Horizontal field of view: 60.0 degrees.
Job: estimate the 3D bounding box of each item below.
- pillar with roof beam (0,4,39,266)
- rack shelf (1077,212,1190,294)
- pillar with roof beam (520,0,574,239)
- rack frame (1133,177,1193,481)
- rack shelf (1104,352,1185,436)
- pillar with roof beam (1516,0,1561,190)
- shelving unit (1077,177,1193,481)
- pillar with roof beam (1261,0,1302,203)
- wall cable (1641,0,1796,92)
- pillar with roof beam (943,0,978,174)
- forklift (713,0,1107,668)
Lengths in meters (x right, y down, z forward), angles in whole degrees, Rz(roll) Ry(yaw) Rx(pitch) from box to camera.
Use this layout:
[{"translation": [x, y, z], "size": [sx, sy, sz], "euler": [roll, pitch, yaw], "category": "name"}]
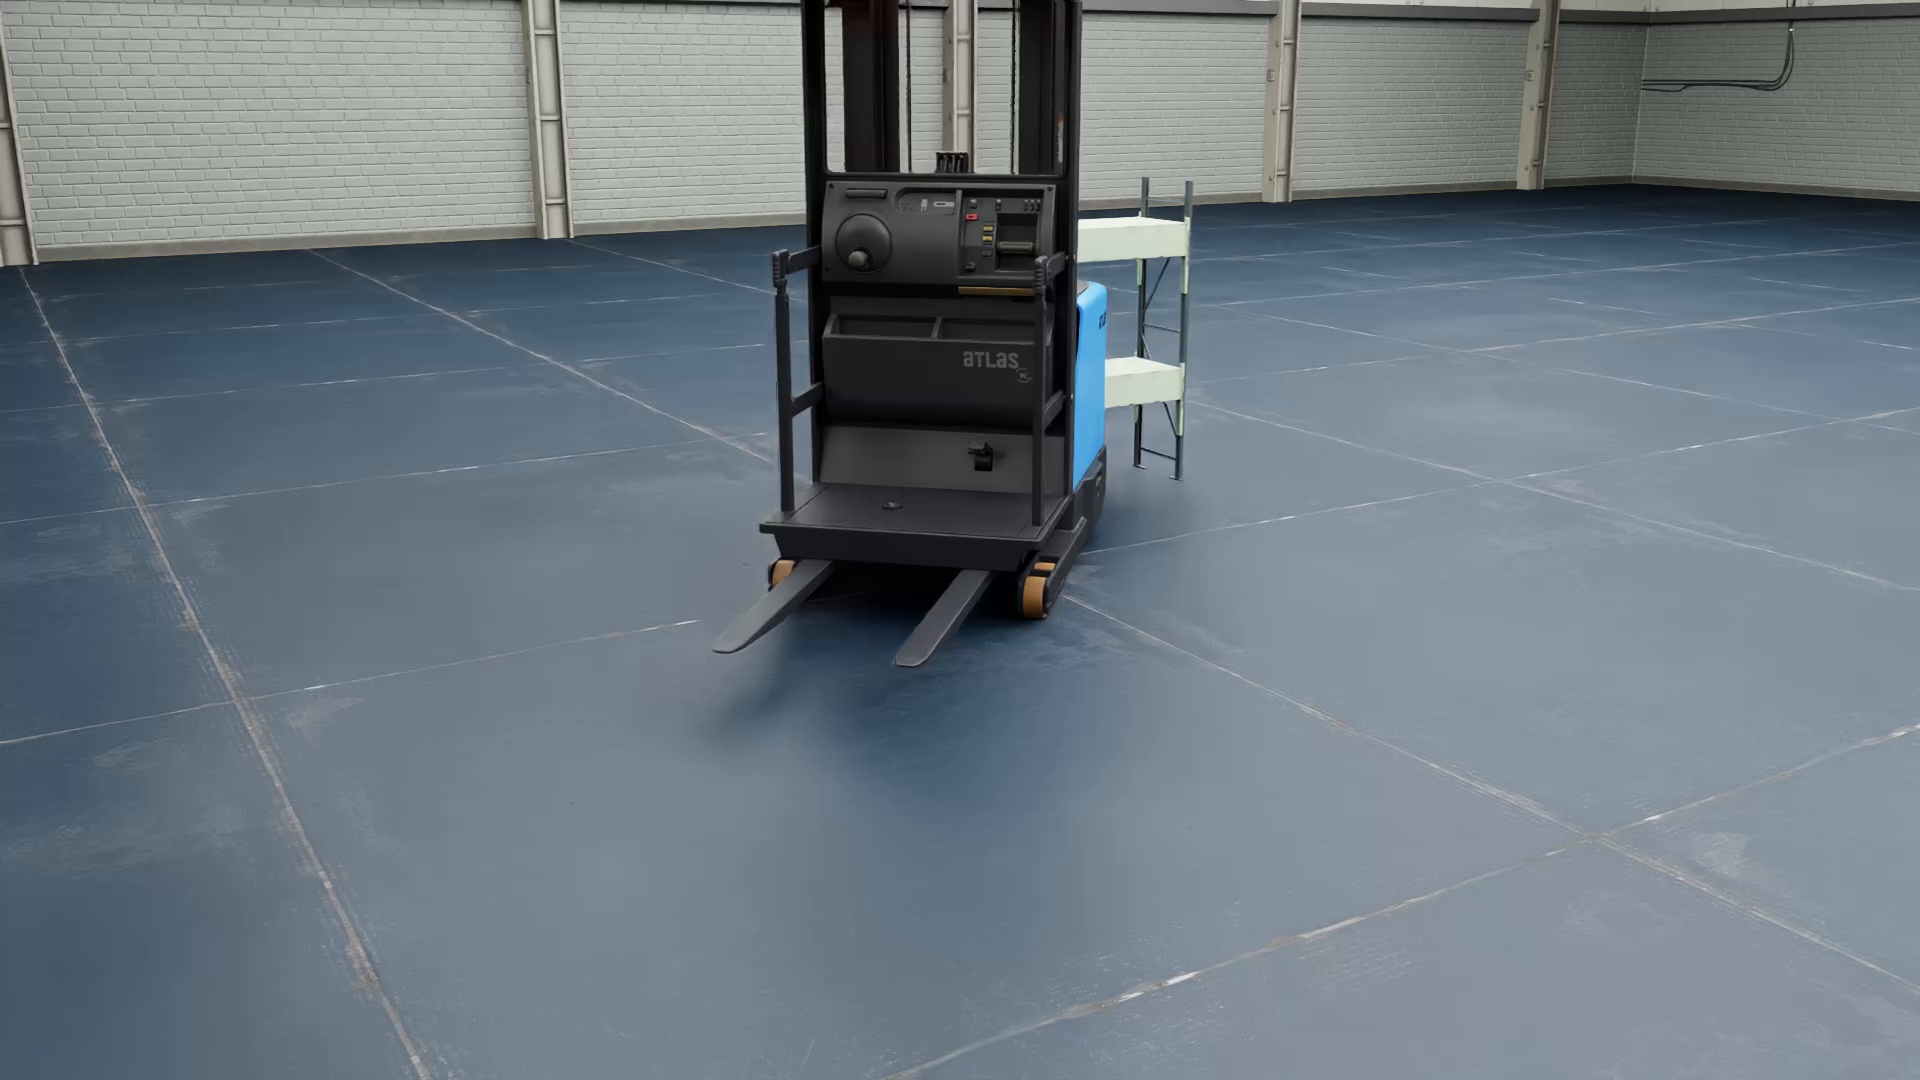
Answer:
[{"translation": [-8.067, -6.347, 13.379], "size": [0.400, 9.000, 9.100], "euler": [-9, 18, -30], "category": "pillar with roof beam"}, {"translation": [0.708, -1.397, 8.167], "size": [0.720, 0.370, 0.431], "euler": [-9, 18, -28], "category": "rack shelf"}, {"translation": [-2.924, -7.181, 16.354], "size": [0.400, 9.000, 9.100], "euler": [-9, 18, -30], "category": "pillar with roof beam"}, {"translation": [1.027, -1.069, 8.445], "size": [0.023, 1.500, 0.400], "euler": [-9, 18, -28], "category": "rack frame"}, {"translation": [0.708, -0.707, 8.360], "size": [0.720, 0.370, 0.431], "euler": [-9, 18, -28], "category": "rack shelf"}, {"translation": [12.505, -9.683, 25.280], "size": [0.400, 9.000, 9.100], "euler": [-9, 18, -30], "category": "pillar with roof beam"}, {"translation": [0.708, -1.021, 8.272], "size": [0.755, 1.500, 0.431], "euler": [-9, 18, -28], "category": "shelving unit"}, {"translation": [7.362, -8.849, 22.305], "size": [0.400, 9.000, 9.100], "euler": [-9, 18, -30], "category": "pillar with roof beam"}, {"translation": [13.494, -9.287, 29.622], "size": [0.112, 2.526, 3.097], "euler": [-9, 18, -30], "category": "wall cable"}, {"translation": [2.219, -8.015, 19.329], "size": [0.400, 9.000, 9.100], "euler": [-9, 18, -30], "category": "pillar with roof beam"}, {"translation": [-0.132, -1.221, 6.336], "size": [1.130, 2.935, 3.031], "euler": [3, 16, 12], "category": "forklift"}]
